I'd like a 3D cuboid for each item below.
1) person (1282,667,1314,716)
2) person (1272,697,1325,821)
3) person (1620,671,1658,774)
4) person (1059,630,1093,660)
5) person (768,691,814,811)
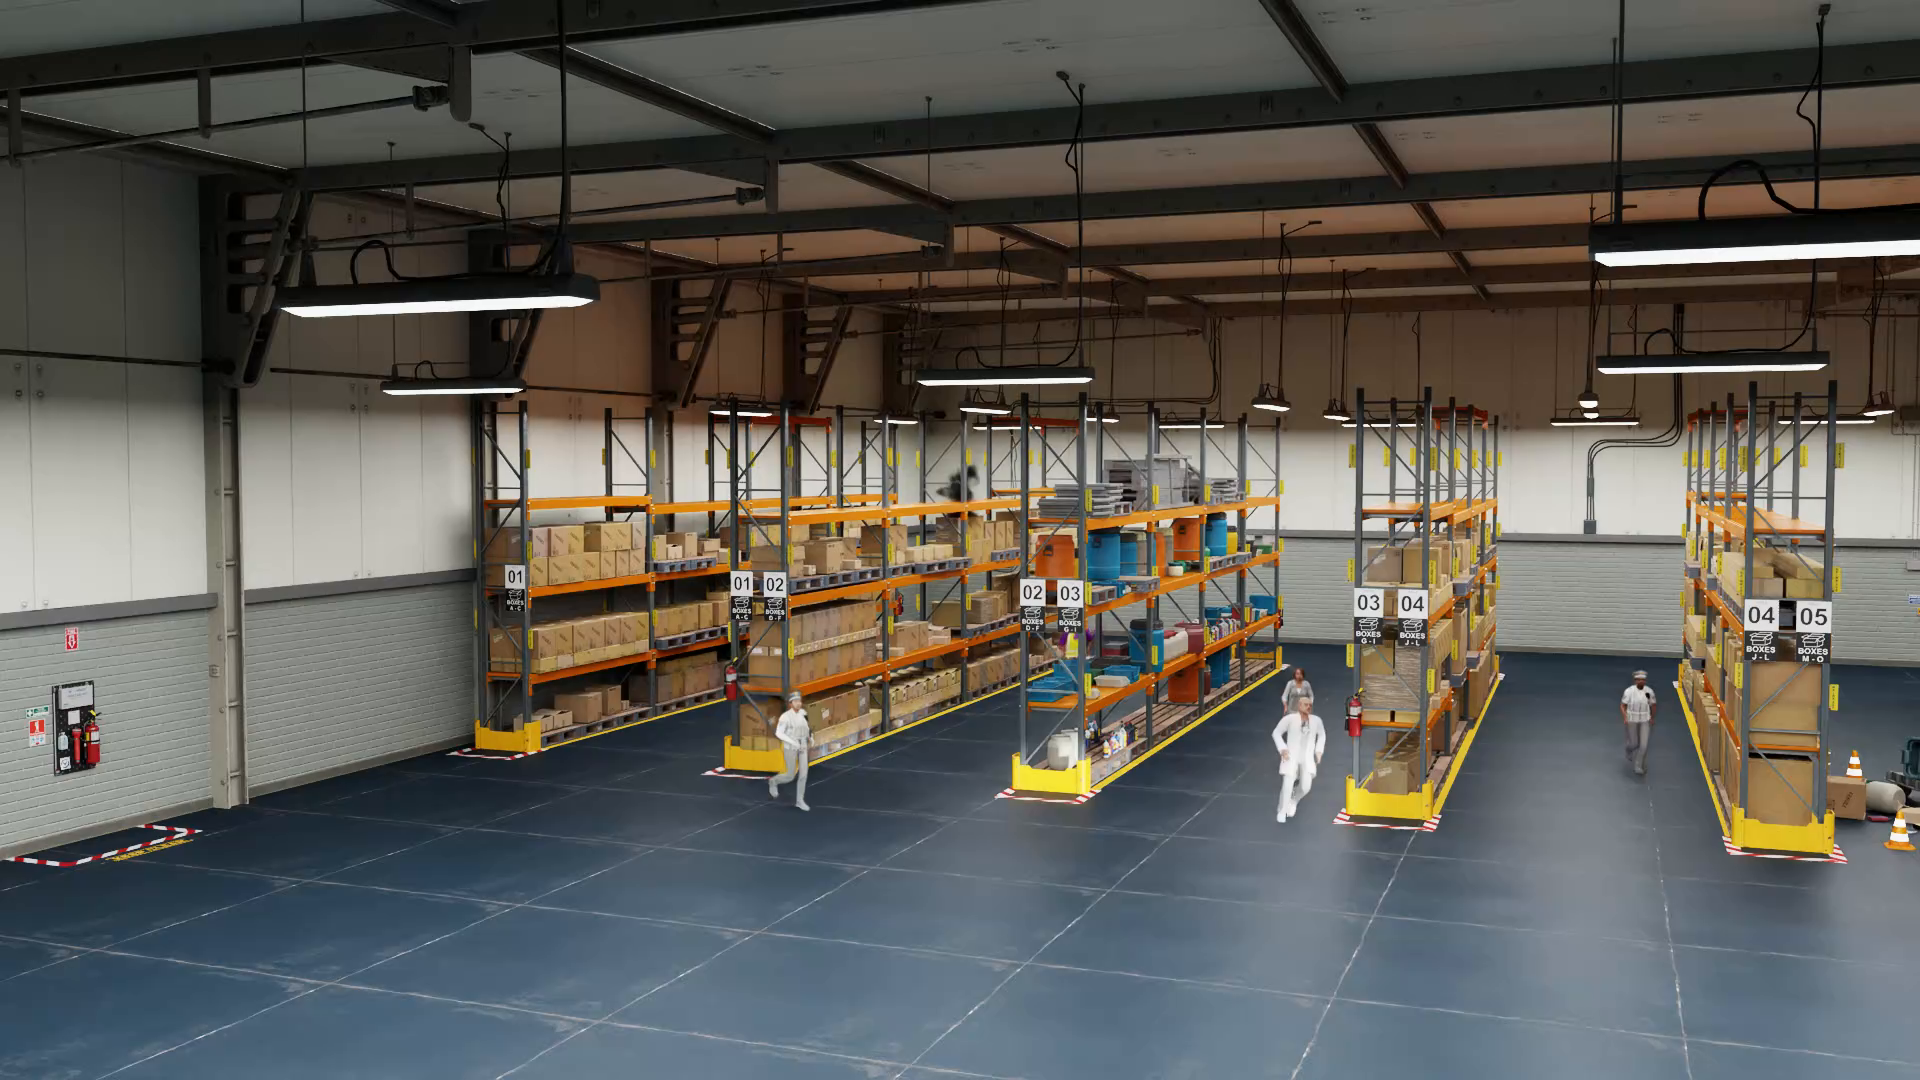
[{"bbox_3d":[5.653,2.886,27.811,0.523,1.554,0.574,0,3,8],"label":"person"},{"bbox_3d":[4.710,3.029,22.978,0.772,1.716,0.544,0,3,-1],"label":"person"},{"bbox_3d":[10.878,2.893,26.666,0.558,1.644,0.592,1,3,12],"label":"person"},{"bbox_3d":[2.378,2.447,34.218,0.700,1.762,0.956,0,3,6],"label":"person"},{"bbox_3d":[-2.400,3.011,23.974,0.624,1.695,0.780,-2,4,-41],"label":"person"}]
